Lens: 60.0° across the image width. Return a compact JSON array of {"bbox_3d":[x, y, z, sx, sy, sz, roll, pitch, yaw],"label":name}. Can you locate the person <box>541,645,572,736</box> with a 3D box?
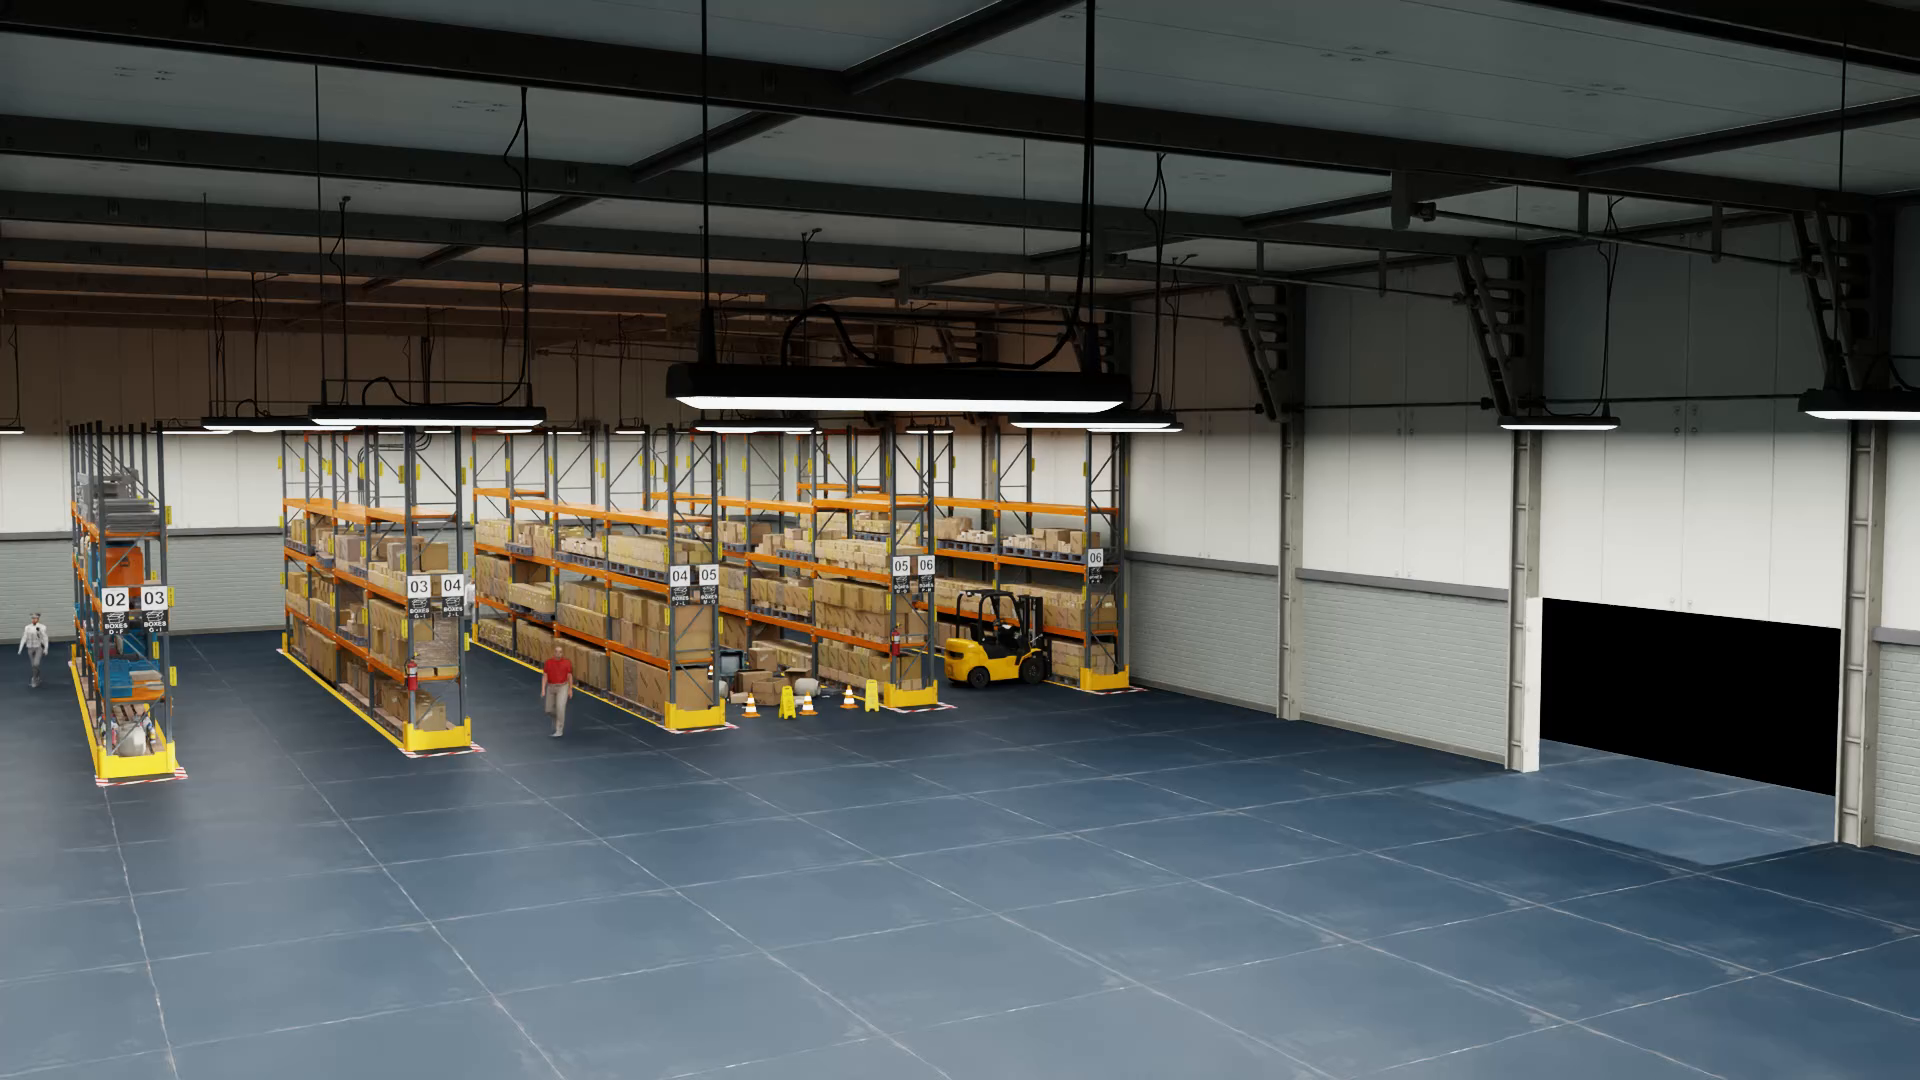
[{"bbox_3d":[-7.759,2.878,32.000,0.579,1.702,0.822,0,4,0],"label":"person"}]

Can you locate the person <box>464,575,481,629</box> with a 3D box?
[{"bbox_3d":[-14.537,1.830,49.607,0.453,1.614,1.062,0,4,1],"label":"person"}]

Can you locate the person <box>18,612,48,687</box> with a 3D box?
[{"bbox_3d":[-21.352,2.548,38.349,0.555,1.765,0.462,0,4,0],"label":"person"}]

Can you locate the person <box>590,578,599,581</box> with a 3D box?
[{"bbox_3d":[-10.355,1.959,46.917,0.451,1.797,0.599,4,5,45],"label":"person"}]
